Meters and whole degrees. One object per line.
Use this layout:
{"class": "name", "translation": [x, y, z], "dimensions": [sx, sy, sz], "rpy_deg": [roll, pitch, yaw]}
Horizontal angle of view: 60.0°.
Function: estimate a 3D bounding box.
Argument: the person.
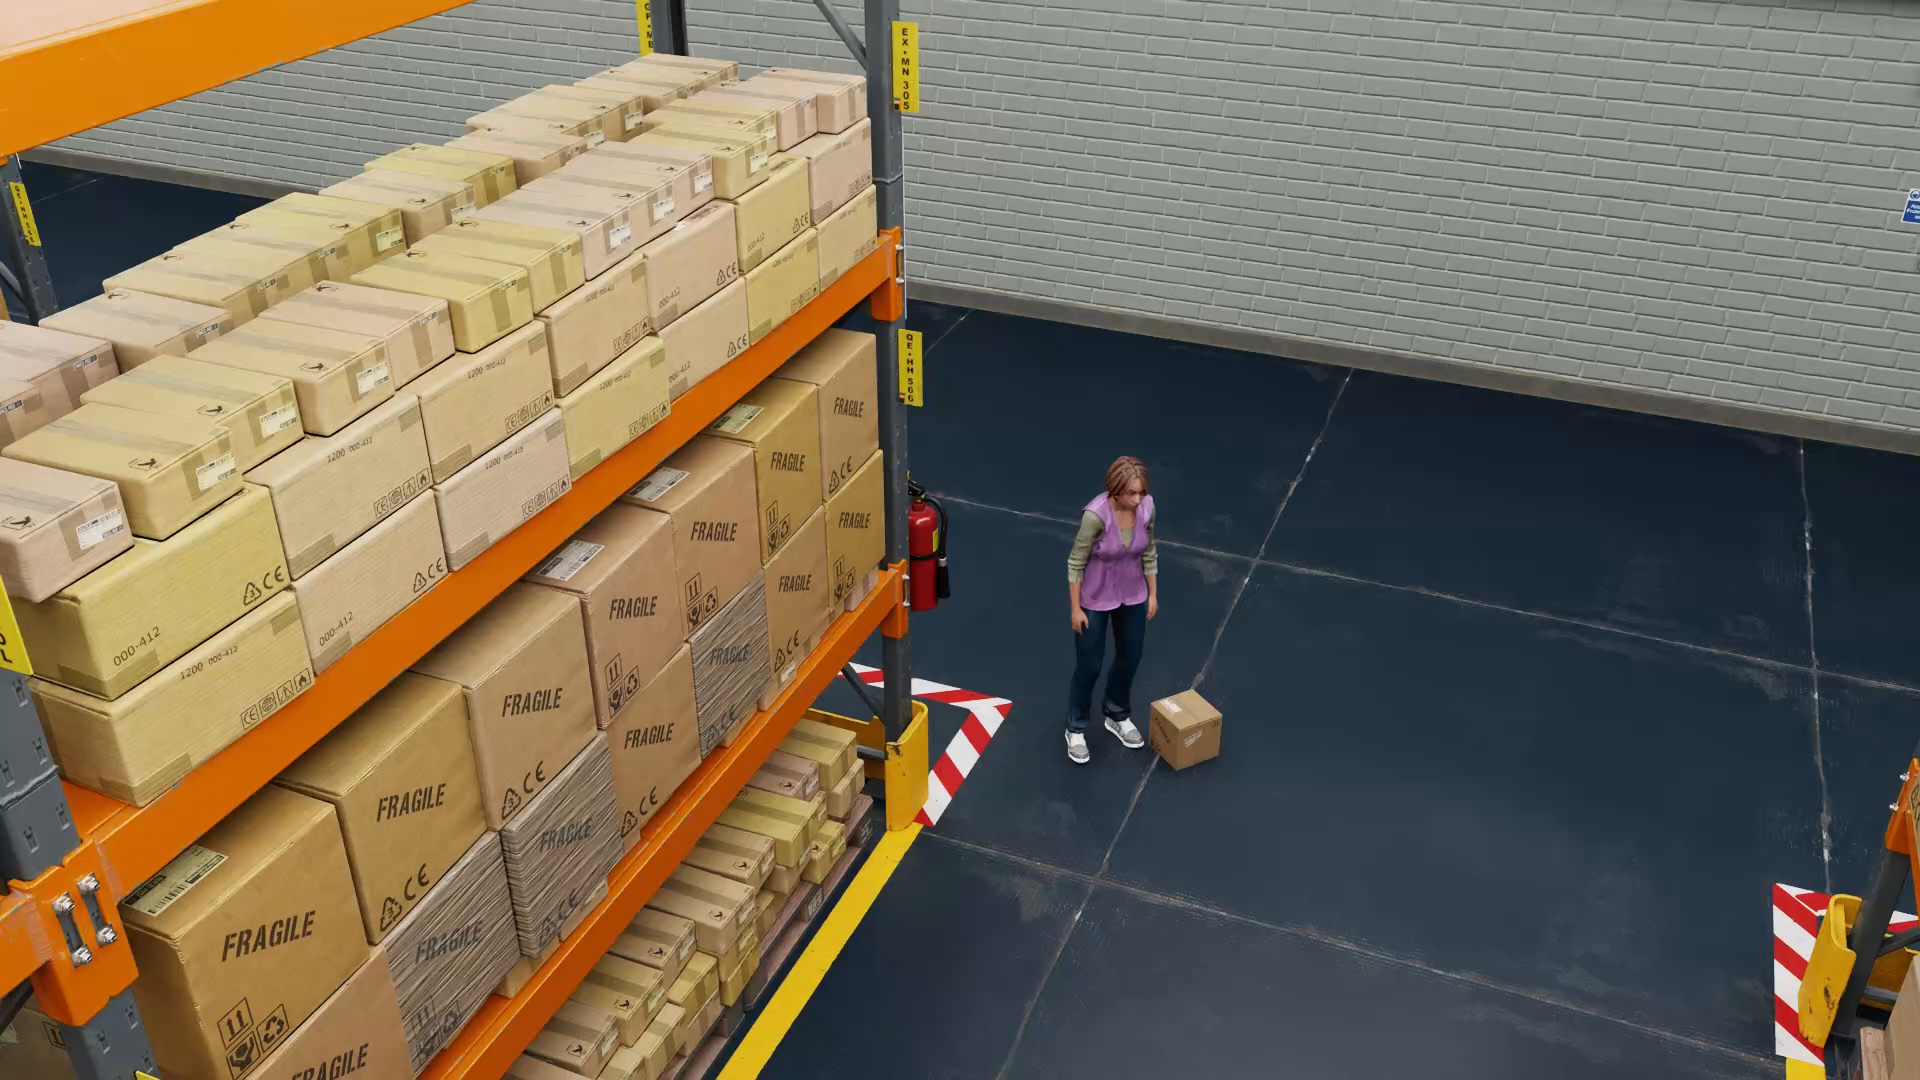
{"class": "person", "translation": [0.722, 0.300, 7.877], "dimensions": [0.465, 1.593, 0.347], "rpy_deg": [-11, 32, -19]}
